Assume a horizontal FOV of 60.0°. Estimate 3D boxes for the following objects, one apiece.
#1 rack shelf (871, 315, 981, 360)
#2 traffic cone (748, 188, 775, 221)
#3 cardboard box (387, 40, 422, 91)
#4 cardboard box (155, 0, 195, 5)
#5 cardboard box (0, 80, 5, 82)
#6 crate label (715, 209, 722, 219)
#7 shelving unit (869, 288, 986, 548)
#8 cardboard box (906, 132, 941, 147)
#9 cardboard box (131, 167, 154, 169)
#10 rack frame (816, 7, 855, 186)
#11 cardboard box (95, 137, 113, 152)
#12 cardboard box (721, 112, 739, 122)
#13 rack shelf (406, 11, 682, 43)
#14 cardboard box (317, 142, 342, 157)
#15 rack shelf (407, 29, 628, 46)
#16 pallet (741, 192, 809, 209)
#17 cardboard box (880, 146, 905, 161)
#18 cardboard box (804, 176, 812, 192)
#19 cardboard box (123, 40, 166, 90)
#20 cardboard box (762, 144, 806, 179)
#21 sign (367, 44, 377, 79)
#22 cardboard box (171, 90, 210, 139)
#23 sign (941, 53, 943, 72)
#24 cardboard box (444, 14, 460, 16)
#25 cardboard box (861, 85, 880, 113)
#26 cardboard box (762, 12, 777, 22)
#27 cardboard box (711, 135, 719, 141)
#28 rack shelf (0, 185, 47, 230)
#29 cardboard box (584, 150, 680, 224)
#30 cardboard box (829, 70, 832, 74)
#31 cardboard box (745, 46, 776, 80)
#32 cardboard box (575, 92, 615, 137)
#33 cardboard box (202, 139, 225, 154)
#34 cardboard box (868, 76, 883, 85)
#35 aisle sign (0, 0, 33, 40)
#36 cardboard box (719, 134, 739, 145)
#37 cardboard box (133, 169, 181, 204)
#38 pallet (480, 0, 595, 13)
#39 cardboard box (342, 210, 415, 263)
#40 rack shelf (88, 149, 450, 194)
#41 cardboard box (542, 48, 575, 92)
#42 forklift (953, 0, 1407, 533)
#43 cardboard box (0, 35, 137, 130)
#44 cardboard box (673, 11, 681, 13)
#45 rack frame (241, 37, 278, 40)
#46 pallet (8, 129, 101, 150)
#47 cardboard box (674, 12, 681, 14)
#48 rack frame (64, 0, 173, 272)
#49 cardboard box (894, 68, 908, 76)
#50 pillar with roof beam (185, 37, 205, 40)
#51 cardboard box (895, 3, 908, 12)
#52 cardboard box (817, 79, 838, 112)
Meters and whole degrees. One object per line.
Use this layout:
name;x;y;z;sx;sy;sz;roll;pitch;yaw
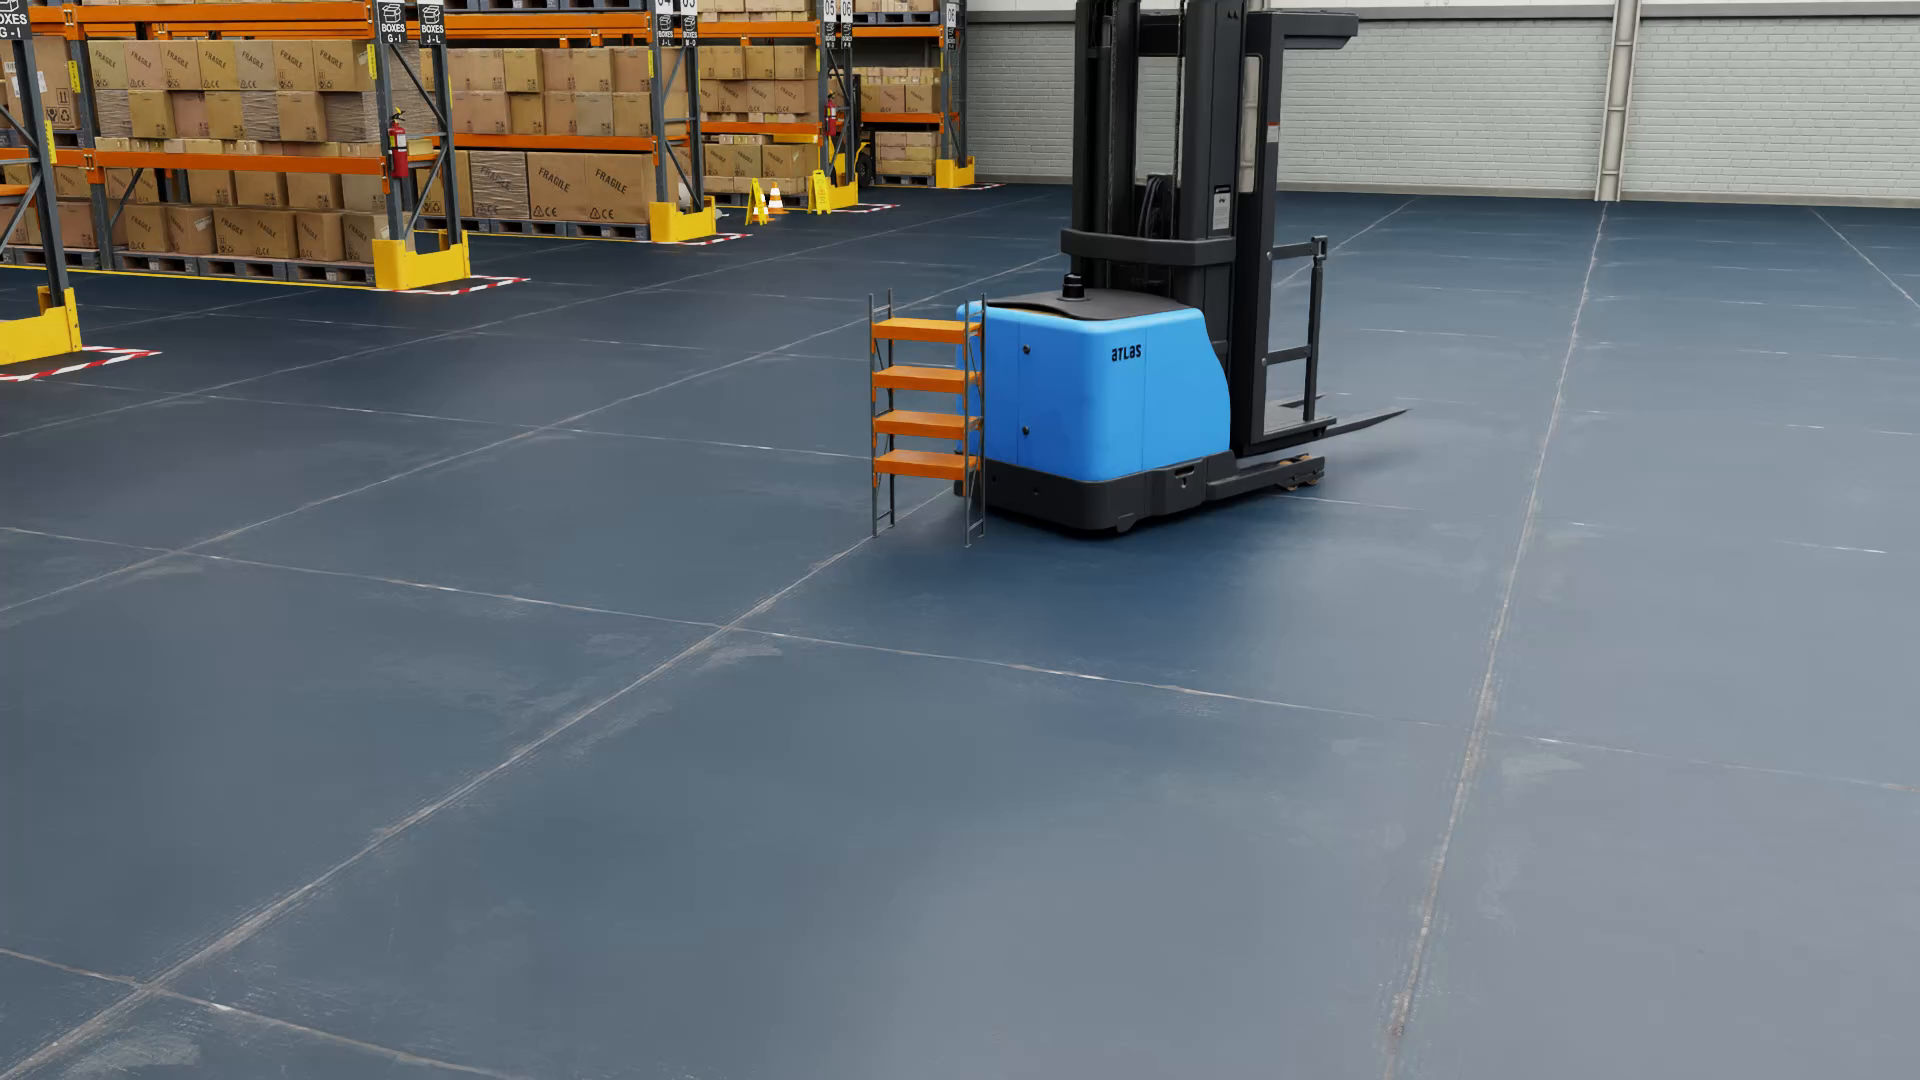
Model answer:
rack shelf;-0.154;-0.971;7.955;0.480;0.148;0.258;6;17;21
traffic cone;-2.892;-4.880;24.153;0.334;0.463;0.336;6;17;21
cardboard box;-5.975;-4.939;17.301;0.500;0.500;0.500;6;17;21
cardboard box;-8.008;-5.700;17.317;0.500;0.250;0.500;6;17;18
cardboard box;-14.116;-6.798;24.840;0.250;0.149;0.380;6;17;21
crate label;-3.646;-4.788;24.420;0.298;0.136;0.250;-2;16;-8
shelving unit;-0.154;-0.593;8.065;0.503;1.200;0.258;6;17;21
cardboard box;-0.652;-7.327;30.416;0.500;0.250;0.500;7;18;22
cardboard box;-11.824;-5.599;24.465;0.500;0.250;0.500;6;17;19
rack frame;-1.927;-6.711;25.911;0.127;3.000;1.000;6;17;21
cardboard box;-9.195;-4.330;18.158;0.250;0.149;0.380;6;17;21
cardboard box;-3.569;-6.686;26.275;0.250;0.149;0.380;6;17;20
rack shelf;-5.510;-6.717;21.841;4.000;0.370;1.077;6;17;21
cardboard box;-6.388;-4.034;17.140;0.250;0.149;0.380;6;17;21
rack shelf;-7.509;-8.420;27.708;4.000;0.370;1.077;6;17;21
pallet;-2.741;-5.472;26.645;1.213;0.211;1.003;6;17;21
cardboard box;-1.140;-7.143;30.681;0.500;0.250;0.500;6;17;20
cardboard box;-2.576;-5.747;26.768;0.500;0.250;0.500;6;17;20
cardboard box;-8.494;-5.059;17.712;0.500;0.500;0.500;6;17;21
cardboard box;-2.768;-5.967;26.181;0.500;0.500;0.500;6;17;21
sign;-5.786;-4.707;16.364;0.005;0.325;0.100;6;17;21
cardboard box;-7.934;-4.594;17.905;0.500;0.500;0.875;6;17;21
sign;-0.322;-8.530;29.673;0.005;0.325;0.100;6;17;21
cardboard box;-8.491;-8.919;27.955;0.500;0.500;0.700;6;17;21
cardboard box;-1.620;-8.137;30.643;0.500;0.500;0.500;6;17;20
cardboard box;-2.840;-8.048;25.587;0.250;0.149;0.380;7;18;22
cardboard box;-4.320;-7.520;32.203;0.625;0.625;0.875;7;18;23
rack shelf;-9.241;-2.716;13.438;4.000;0.370;1.077;6;17;21
cardboard box;-4.305;-4.651;21.871;0.875;0.875;0.875;6;17;21
cardboard box;-2.416;-8.690;30.850;0.250;0.149;0.380;6;17;20
cardboard box;-2.951;-7.432;25.887;0.500;0.500;0.700;6;17;21
cardboard box;-4.531;-5.566;21.697;0.550;0.550;0.875;6;17;21
cardboard box;-7.795;-4.180;17.642;0.250;0.149;0.380;6;17;21
cardboard box;-1.495;-8.426;30.474;0.250;0.149;0.380;6;17;19
aisle sign;-7.206;-4.174;12.507;0.004;0.787;0.394;6;17;21
cardboard box;-3.612;-6.353;26.346;0.250;0.149;0.380;7;18;23
cardboard box;-11.800;-5.236;24.561;0.500;0.500;0.500;6;17;20
pallet;-5.482;-7.013;21.728;1.213;0.211;1.003;6;17;21
cardboard box;-6.138;-3.211;17.583;0.500;0.500;0.500;10;19;31
rack shelf;-7.424;-4.000;17.863;4.000;0.370;1.077;6;17;21
cardboard box;-4.997;-6.181;21.878;0.550;0.550;0.875;6;17;21
forklift;1.387;-1.769;9.008;3.031;2.935;1.130;-15;22;-41
cardboard box;-9.972;-5.158;18.731;1.000;1.000;1.000;6;17;21
cardboard box;-4.395;-8.411;26.121;0.500;0.250;0.500;6;17;21
rack frame;-14.994;-9.636;35.985;0.127;3.000;1.000;6;17;21
pallet;-9.942;-4.574;18.894;1.213;0.211;1.003;6;17;21
cardboard box;-4.281;-8.190;26.076;0.250;0.149;0.380;6;17;20
rack frame;-9.285;-4.550;18.468;0.127;3.000;1.000;6;17;21
cardboard box;-1.014;-8.520;30.266;0.250;0.149;0.380;7;17;22
pillar with roof beam;-18.751;-11.910;33.058;0.400;9.000;9.100;6;17;21
cardboard box;-0.992;-9.575;29.912;0.250;0.149;0.380;6;17;19
cardboard box;-2.266;-7.023;26.271;0.500;0.500;0.500;6;17;20
